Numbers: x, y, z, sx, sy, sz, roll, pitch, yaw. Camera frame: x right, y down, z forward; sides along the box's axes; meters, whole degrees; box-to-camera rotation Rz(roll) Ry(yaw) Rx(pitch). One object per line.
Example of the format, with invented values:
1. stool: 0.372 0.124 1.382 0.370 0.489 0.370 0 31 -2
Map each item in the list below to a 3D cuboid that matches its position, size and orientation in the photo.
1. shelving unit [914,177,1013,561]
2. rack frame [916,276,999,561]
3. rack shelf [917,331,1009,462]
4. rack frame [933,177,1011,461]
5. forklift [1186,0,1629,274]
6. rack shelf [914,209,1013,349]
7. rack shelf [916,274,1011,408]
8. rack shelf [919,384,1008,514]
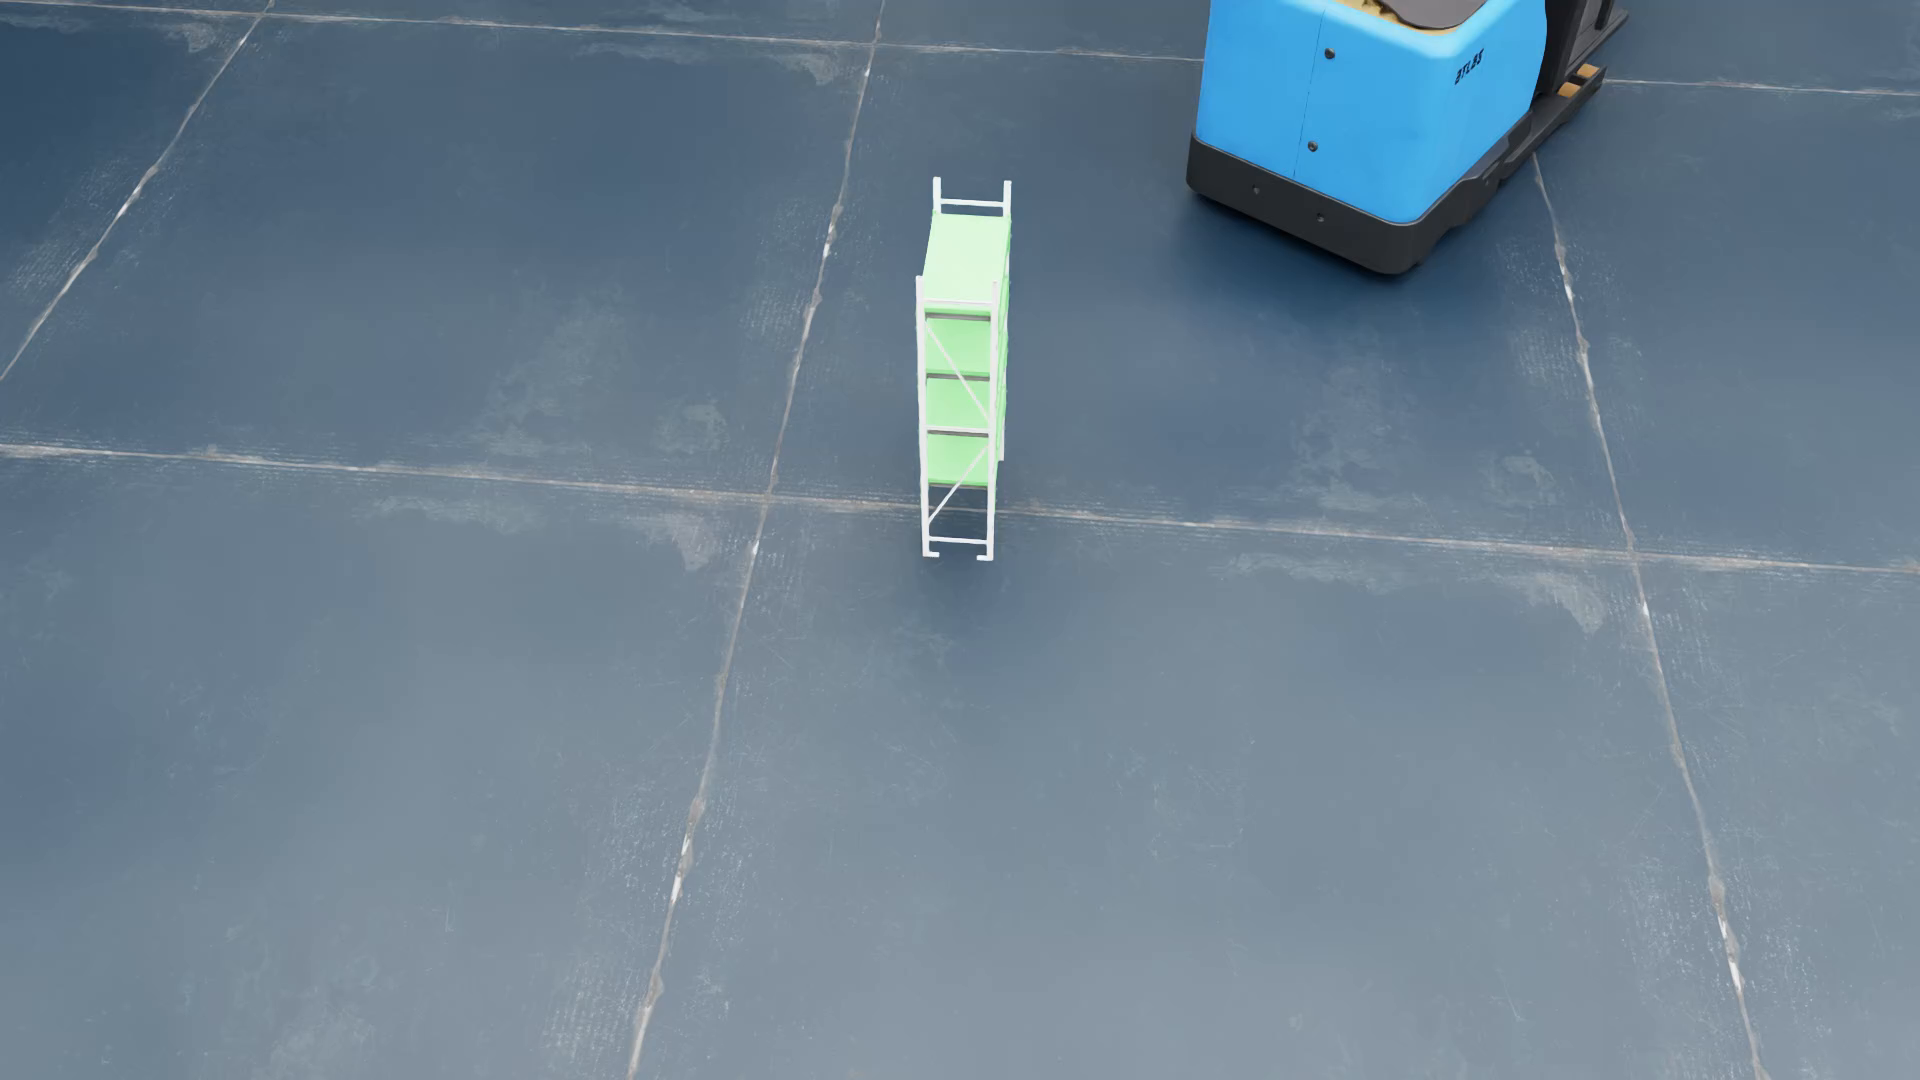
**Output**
1. shelving unit: 0.015 -0.527 5.419 0.258 1.200 0.503 4 48 4
2. rack frame: -0.007 -0.347 5.255 0.240 1.200 0.015 4 48 4
3. rack shelf: 0.015 -0.483 5.466 0.258 0.148 0.480 4 48 4
4. rack frame: 0.037 -0.706 5.583 0.240 1.200 0.015 4 48 4
5. forklift: 2.271 -3.080 6.580 1.130 2.935 3.031 31 54 25
6. rack shelf: 0.015 -0.807 5.111 0.258 0.148 0.480 4 48 4
7. rack shelf: 0.015 -0.645 5.289 0.258 0.148 0.480 4 48 4
8. rack shelf: 0.015 -0.321 5.643 0.258 0.148 0.480 4 48 4
